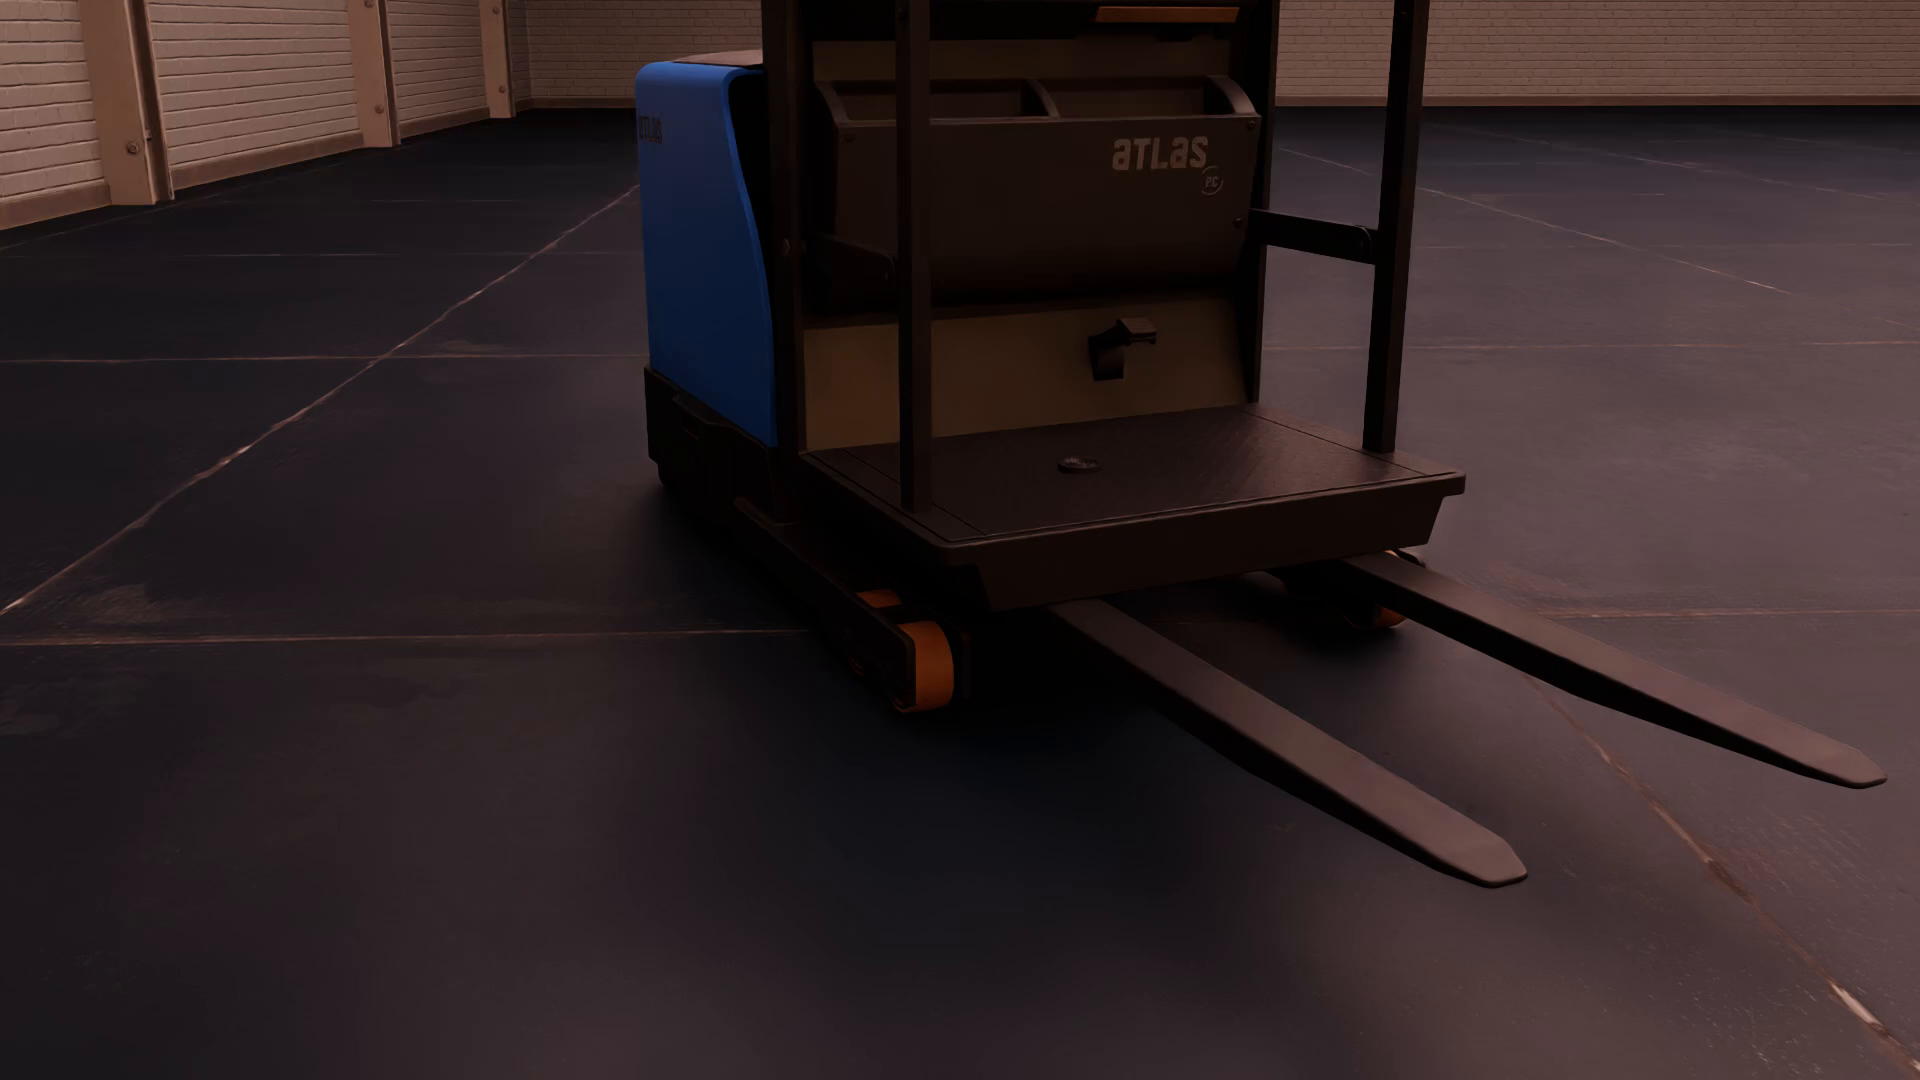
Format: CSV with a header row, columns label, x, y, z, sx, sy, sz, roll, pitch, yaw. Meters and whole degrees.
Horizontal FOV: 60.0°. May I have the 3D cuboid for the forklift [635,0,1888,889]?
label,x,y,z,sx,sy,sz,roll,pitch,yaw
forklift,0.258,-1.240,2.962,1.130,2.935,3.031,-8,19,-24
